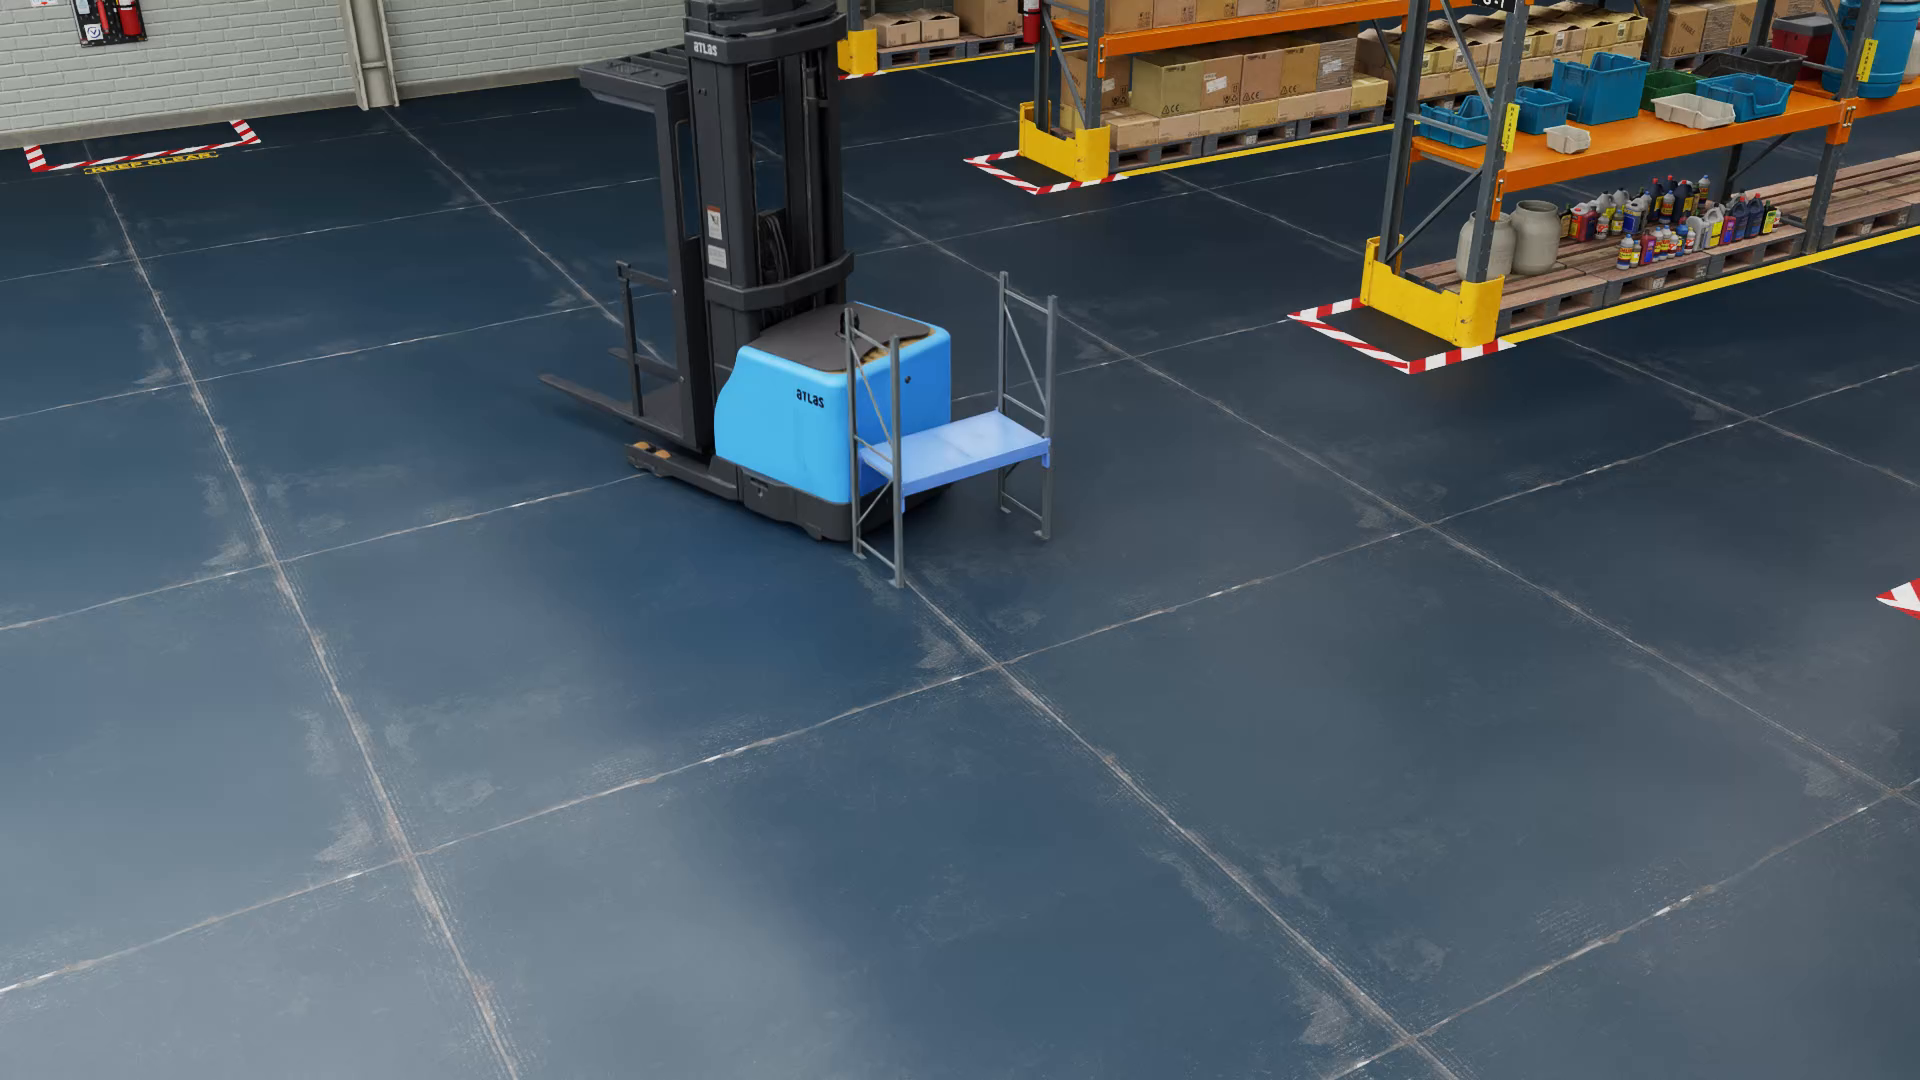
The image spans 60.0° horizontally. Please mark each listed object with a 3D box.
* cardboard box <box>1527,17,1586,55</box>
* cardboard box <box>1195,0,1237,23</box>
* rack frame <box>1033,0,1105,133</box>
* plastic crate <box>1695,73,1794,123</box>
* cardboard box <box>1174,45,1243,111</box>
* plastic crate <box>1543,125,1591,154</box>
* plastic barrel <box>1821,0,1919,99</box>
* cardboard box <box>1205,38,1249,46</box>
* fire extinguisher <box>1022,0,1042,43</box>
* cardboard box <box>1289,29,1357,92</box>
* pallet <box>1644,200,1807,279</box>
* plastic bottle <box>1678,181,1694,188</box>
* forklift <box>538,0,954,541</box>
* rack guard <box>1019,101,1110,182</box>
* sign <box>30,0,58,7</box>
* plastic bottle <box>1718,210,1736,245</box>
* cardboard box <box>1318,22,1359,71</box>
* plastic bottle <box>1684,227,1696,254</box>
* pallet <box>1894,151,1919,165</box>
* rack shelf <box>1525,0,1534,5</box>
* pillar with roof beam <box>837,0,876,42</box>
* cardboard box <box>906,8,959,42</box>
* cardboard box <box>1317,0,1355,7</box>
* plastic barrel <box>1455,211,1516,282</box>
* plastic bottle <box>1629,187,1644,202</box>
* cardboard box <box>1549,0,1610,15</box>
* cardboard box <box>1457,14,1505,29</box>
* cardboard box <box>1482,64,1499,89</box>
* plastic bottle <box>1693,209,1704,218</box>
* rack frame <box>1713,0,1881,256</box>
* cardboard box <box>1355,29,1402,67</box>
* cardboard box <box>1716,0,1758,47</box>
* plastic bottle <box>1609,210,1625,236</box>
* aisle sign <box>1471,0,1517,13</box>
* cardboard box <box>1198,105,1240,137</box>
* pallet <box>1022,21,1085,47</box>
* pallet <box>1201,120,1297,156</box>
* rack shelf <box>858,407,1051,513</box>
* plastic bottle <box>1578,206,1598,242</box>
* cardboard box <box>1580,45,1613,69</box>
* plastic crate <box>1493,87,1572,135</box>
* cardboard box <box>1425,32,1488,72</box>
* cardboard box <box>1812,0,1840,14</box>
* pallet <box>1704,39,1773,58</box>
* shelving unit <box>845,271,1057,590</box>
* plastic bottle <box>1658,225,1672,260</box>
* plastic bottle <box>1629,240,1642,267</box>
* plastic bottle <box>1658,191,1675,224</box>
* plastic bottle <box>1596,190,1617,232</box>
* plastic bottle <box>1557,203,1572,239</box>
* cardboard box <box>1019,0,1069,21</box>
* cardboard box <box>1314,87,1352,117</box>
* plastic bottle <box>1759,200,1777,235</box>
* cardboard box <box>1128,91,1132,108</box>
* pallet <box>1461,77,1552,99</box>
[{"bbox_3d":[6.728,-5.737,18.871,0.500,0.311,0.500,-16,33,-27],"label":"cardboard box"},{"bbox_3d":[2.329,-5.438,16.396,0.500,0.500,0.700,-16,33,-26],"label":"cardboard box"},{"bbox_3d":[1.039,-5.036,15.771,0.127,3.000,1.000,-16,33,-26],"label":"rack frame"},{"bbox_3d":[6.177,-3.502,13.144,0.616,0.251,0.499,-16,33,-26],"label":"plastic crate"},{"bbox_3d":[2.468,-4.634,16.677,0.500,0.500,0.500,-16,33,-26],"label":"cardboard box"},{"bbox_3d":[4.479,-2.941,12.248,0.250,0.136,0.298,-16,33,-26],"label":"plastic crate"},{"bbox_3d":[7.480,-4.139,13.626,0.708,0.901,0.600,-16,33,-26],"label":"plastic barrel"},{"bbox_3d":[2.637,-4.972,17.290,0.500,0.500,0.500,-16,33,-26],"label":"cardboard box"},{"bbox_3d":[0.701,-5.167,16.088,0.183,0.674,0.296,-16,33,-26],"label":"fire extinguisher"},{"bbox_3d":[3.761,-5.001,17.343,0.500,0.500,0.500,-16,33,-26],"label":"cardboard box"},{"bbox_3d":[6.393,-2.583,14.212,1.213,0.211,1.003,-16,33,-26],"label":"pallet"},{"bbox_3d":[6.232,-2.965,14.382,0.135,0.276,0.152,-15,32,-25],"label":"plastic bottle"},{"bbox_3d":[-1.495,-1.854,10.076,3.031,2.935,1.130,22,36,34],"label":"forklift"},{"bbox_3d":[1.018,-3.936,16.364,0.348,0.500,1.175,-16,33,-26],"label":"rack guard"},{"bbox_3d":[-9.161,-5.496,16.567,0.234,0.329,0.001,-16,33,-26],"label":"sign"},{"bbox_3d":[6.299,-2.572,13.662,0.133,0.283,0.061,-14,32,-23],"label":"plastic bottle"},{"bbox_3d":[3.929,-5.340,17.957,0.500,0.500,0.500,-16,33,-26],"label":"cardboard box"},{"bbox_3d":[5.910,-2.436,13.500,0.097,0.201,0.097,0,29,0],"label":"plastic bottle"},{"bbox_3d":[9.755,-3.536,15.938,1.213,0.211,1.003,-16,33,-26],"label":"pallet"},{"bbox_3d":[5.269,-4.459,12.366,4.000,0.370,1.077,-16,33,-26],"label":"rack shelf"},{"bbox_3d":[0.872,-8.464,15.773,0.400,9.000,9.100,-16,33,-26],"label":"pillar with roof beam"},{"bbox_3d":[-0.341,-6.385,20.544,0.500,0.311,0.500,-13,31,-22],"label":"cardboard box"},{"bbox_3d":[3.656,-5.816,17.080,0.500,0.500,0.700,-16,33,-27],"label":"cardboard box"},{"bbox_3d":[4.073,-2.259,12.879,0.421,0.512,0.421,0,29,0],"label":"plastic barrel"},{"bbox_3d":[5.761,-2.860,14.184,0.133,0.283,0.061,-14,32,-24],"label":"plastic bottle"},{"bbox_3d":[7.336,-6.214,19.736,0.500,0.311,0.500,-15,32,-25],"label":"cardboard box"},{"bbox_3d":[6.003,-5.832,19.044,0.500,0.311,0.500,-16,33,-27],"label":"cardboard box"},{"bbox_3d":[5.847,-5.243,18.557,0.500,0.250,0.500,-17,33,-28],"label":"cardboard box"},{"bbox_3d":[6.066,-2.587,13.689,0.133,0.283,0.061,-16,33,-26],"label":"plastic bottle"},{"bbox_3d":[6.993,-3.951,13.804,0.127,3.000,1.000,-16,33,-26],"label":"rack frame"},{"bbox_3d":[4.691,-5.459,18.368,0.500,0.311,0.500,-16,33,-26],"label":"cardboard box"},{"bbox_3d":[9.357,-6.336,20.258,0.500,0.500,0.500,-16,33,-27],"label":"cardboard box"},{"bbox_3d":[5.497,-2.658,13.903,0.097,0.201,0.097,0,29,0],"label":"plastic bottle"},{"bbox_3d":[3.631,-3.970,11.149,0.004,0.787,0.394,-16,33,-26],"label":"aisle sign"},{"bbox_3d":[2.474,-4.301,16.850,0.500,0.250,0.500,-16,33,-26],"label":"cardboard box"},{"bbox_3d":[1.413,-6.678,21.632,1.213,0.211,1.003,-16,33,-26],"label":"pallet"},{"bbox_3d":[2.727,-4.316,17.353,1.213,0.211,1.003,-16,33,-26],"label":"pallet"},{"bbox_3d":[-0.044,-0.464,9.411,1.000,0.185,0.538,-18,34,-29],"label":"rack shelf"},{"bbox_3d":[5.192,-2.613,13.737,0.133,0.283,0.061,-16,33,-26],"label":"plastic bottle"},{"bbox_3d":[7.163,-5.616,19.233,0.500,0.250,0.500,-16,33,-27],"label":"cardboard box"},{"bbox_3d":[4.387,-3.310,12.798,0.408,0.251,0.499,-16,33,-26],"label":"plastic crate"},{"bbox_3d":[5.404,-5.358,18.186,0.500,0.311,0.500,-16,33,-27],"label":"cardboard box"},{"bbox_3d":[10.674,-6.714,20.943,0.500,0.500,0.500,-16,33,-26],"label":"cardboard box"},{"bbox_3d":[9.649,-6.237,20.833,1.213,0.211,1.003,-16,33,-26],"label":"pallet"},{"bbox_3d":[-0.044,-0.622,9.324,1.048,1.500,0.538,-18,34,-29],"label":"shelving unit"},{"bbox_3d":[5.648,-2.392,13.348,0.097,0.271,0.097,0,29,0],"label":"plastic bottle"},{"bbox_3d":[5.355,-2.278,13.215,0.097,0.201,0.097,0,29,0],"label":"plastic bottle"},{"bbox_3d":[6.023,-2.838,14.157,0.097,0.271,0.097,0,29,0],"label":"plastic bottle"},{"bbox_3d":[5.398,-2.763,13.938,0.185,0.351,0.144,-14,32,-24],"label":"plastic bottle"},{"bbox_3d":[4.998,-2.643,13.791,0.133,0.283,0.061,-15,32,-25],"label":"plastic bottle"},{"bbox_3d":[1.100,-6.905,21.290,0.500,0.500,0.500,-19,34,-30],"label":"cardboard box"},{"bbox_3d":[3.762,-4.672,17.523,0.500,0.250,0.500,-16,33,-26],"label":"cardboard box"},{"bbox_3d":[6.746,-2.699,13.892,0.133,0.283,0.061,-14,32,-24],"label":"plastic bottle"},{"bbox_3d":[1.776,-4.398,17.025,0.500,0.250,0.500,-16,33,-26],"label":"cardboard box"},{"bbox_3d":[6.156,-5.291,19.120,1.213,0.211,1.003,-16,33,-26],"label":"pallet"}]
